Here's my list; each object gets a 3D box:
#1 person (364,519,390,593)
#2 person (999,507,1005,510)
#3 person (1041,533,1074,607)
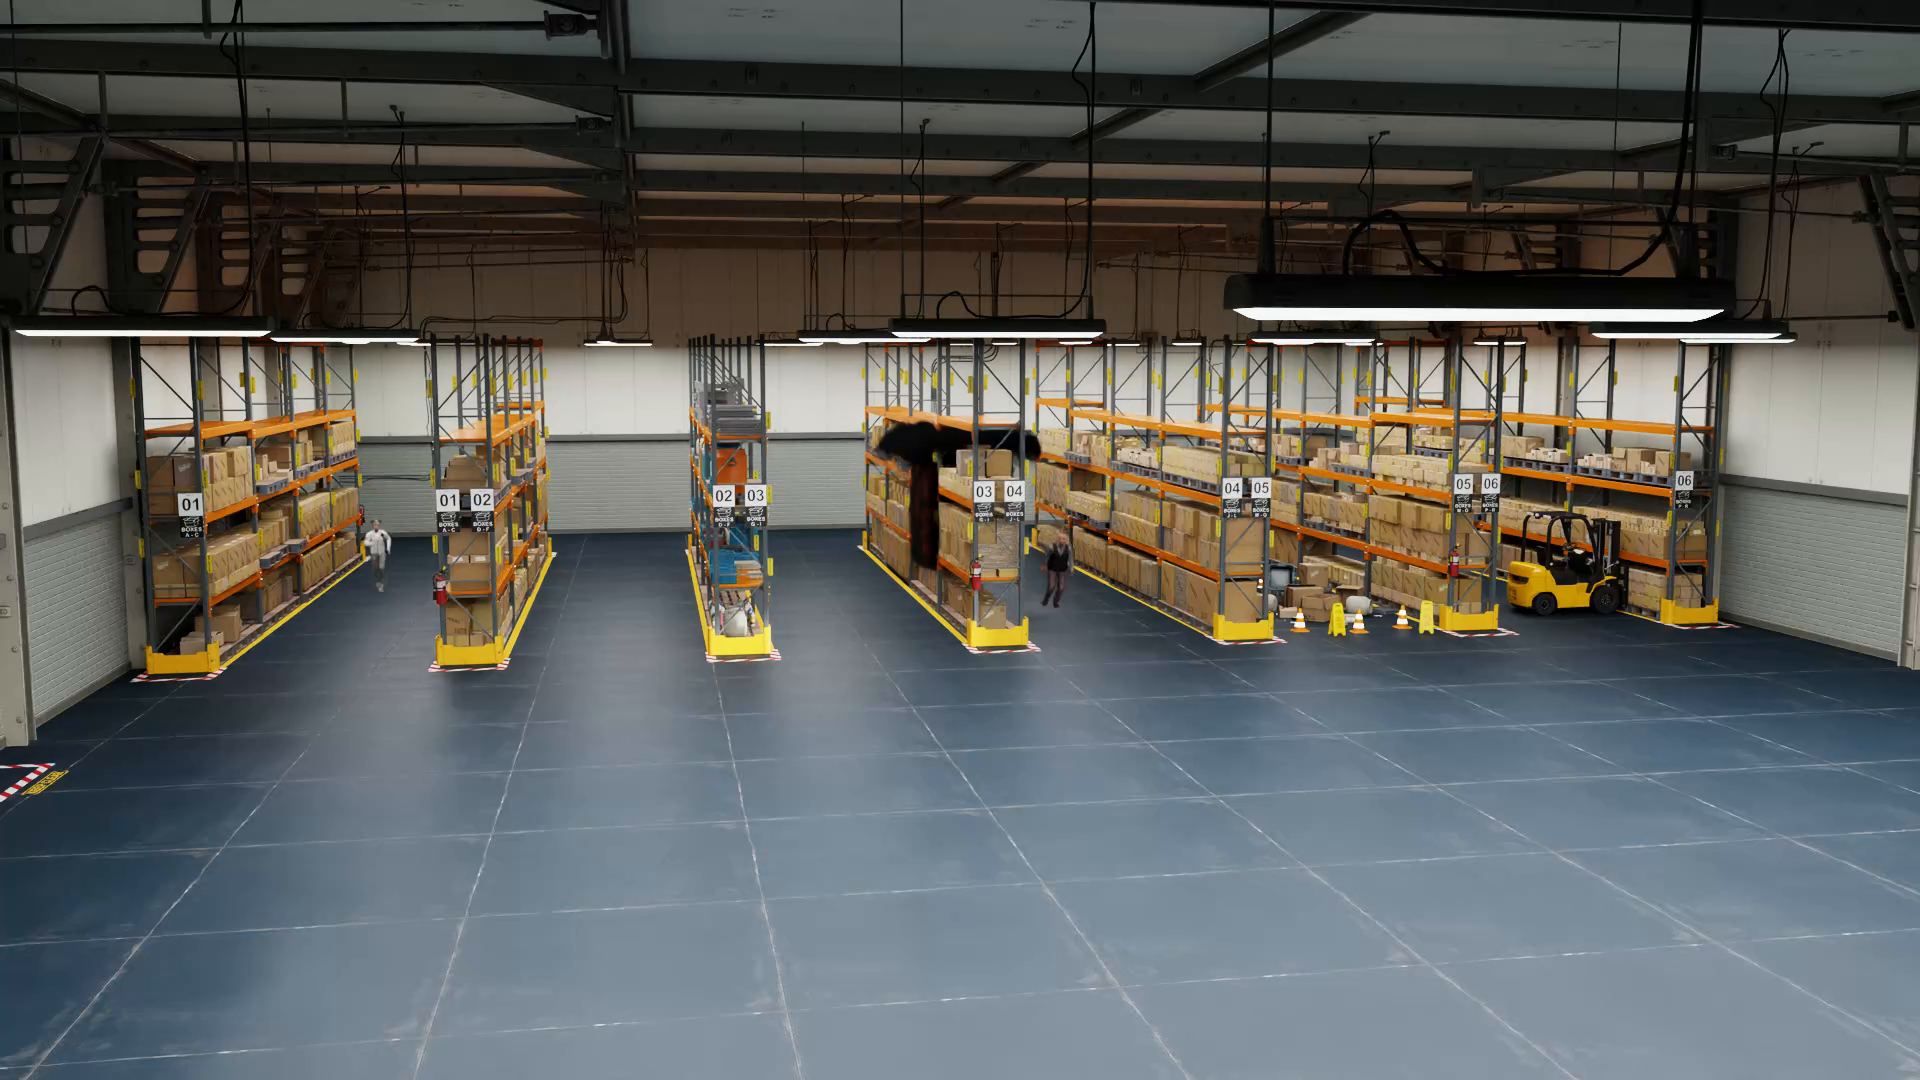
[{"bbox_3d":[-13.822,0.360,39.464,0.560,1.739,0.847,-2,7,-13],"label":"person"},{"bbox_3d":[0.956,-0.772,49.272,0.748,1.720,0.706,0,7,4],"label":"person"},{"bbox_3d":[2.098,0.648,35.469,0.648,1.626,0.649,-1,7,-13],"label":"person"}]
